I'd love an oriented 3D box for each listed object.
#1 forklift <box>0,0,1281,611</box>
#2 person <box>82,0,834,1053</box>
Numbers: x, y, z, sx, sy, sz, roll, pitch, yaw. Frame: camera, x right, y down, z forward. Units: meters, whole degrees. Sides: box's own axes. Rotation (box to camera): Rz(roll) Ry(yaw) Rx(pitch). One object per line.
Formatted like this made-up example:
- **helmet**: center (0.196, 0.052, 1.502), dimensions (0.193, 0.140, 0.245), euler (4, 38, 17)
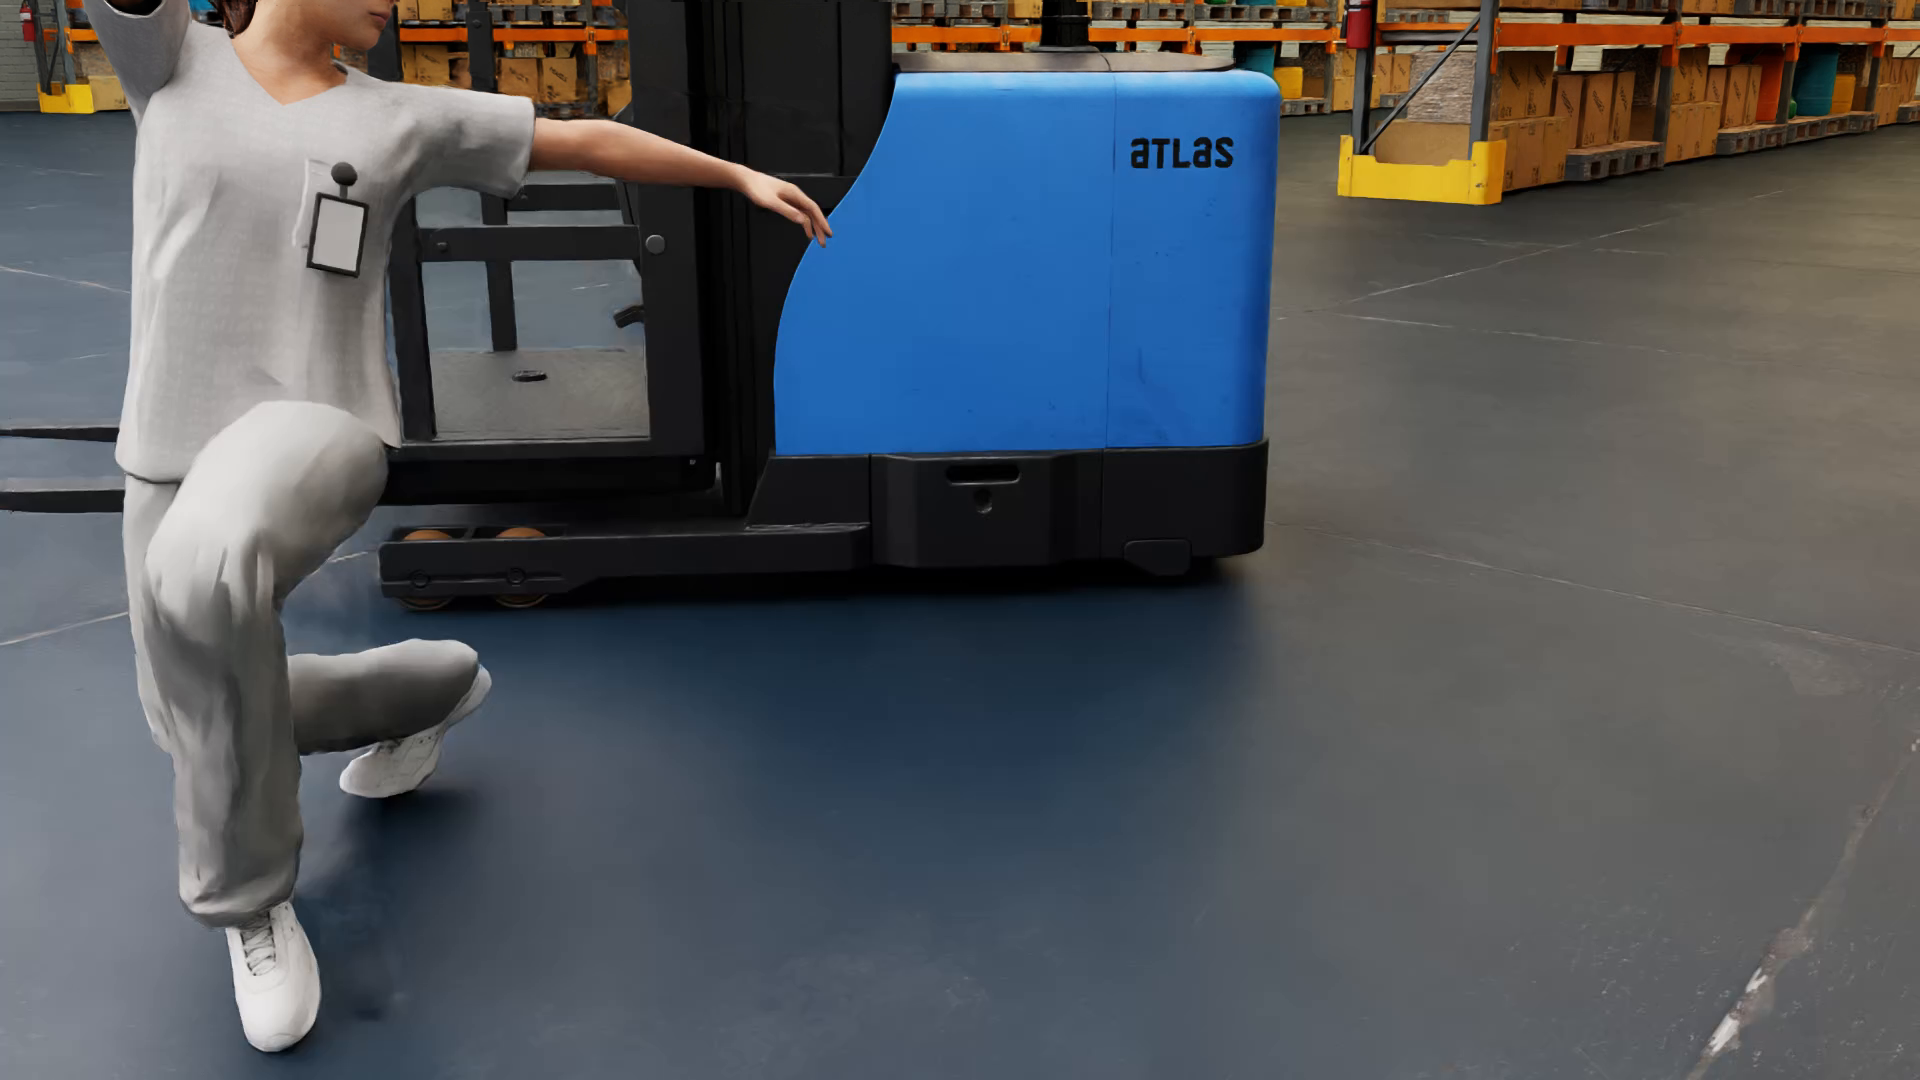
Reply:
- **forklift**: center (-0.876, -1.415, 3.558), dimensions (3.031, 2.935, 1.130), euler (-1, 17, -5)
- **person**: center (-0.635, -0.180, 2.163), dimensions (0.933, 1.380, 0.905), euler (-1, 17, -3)
